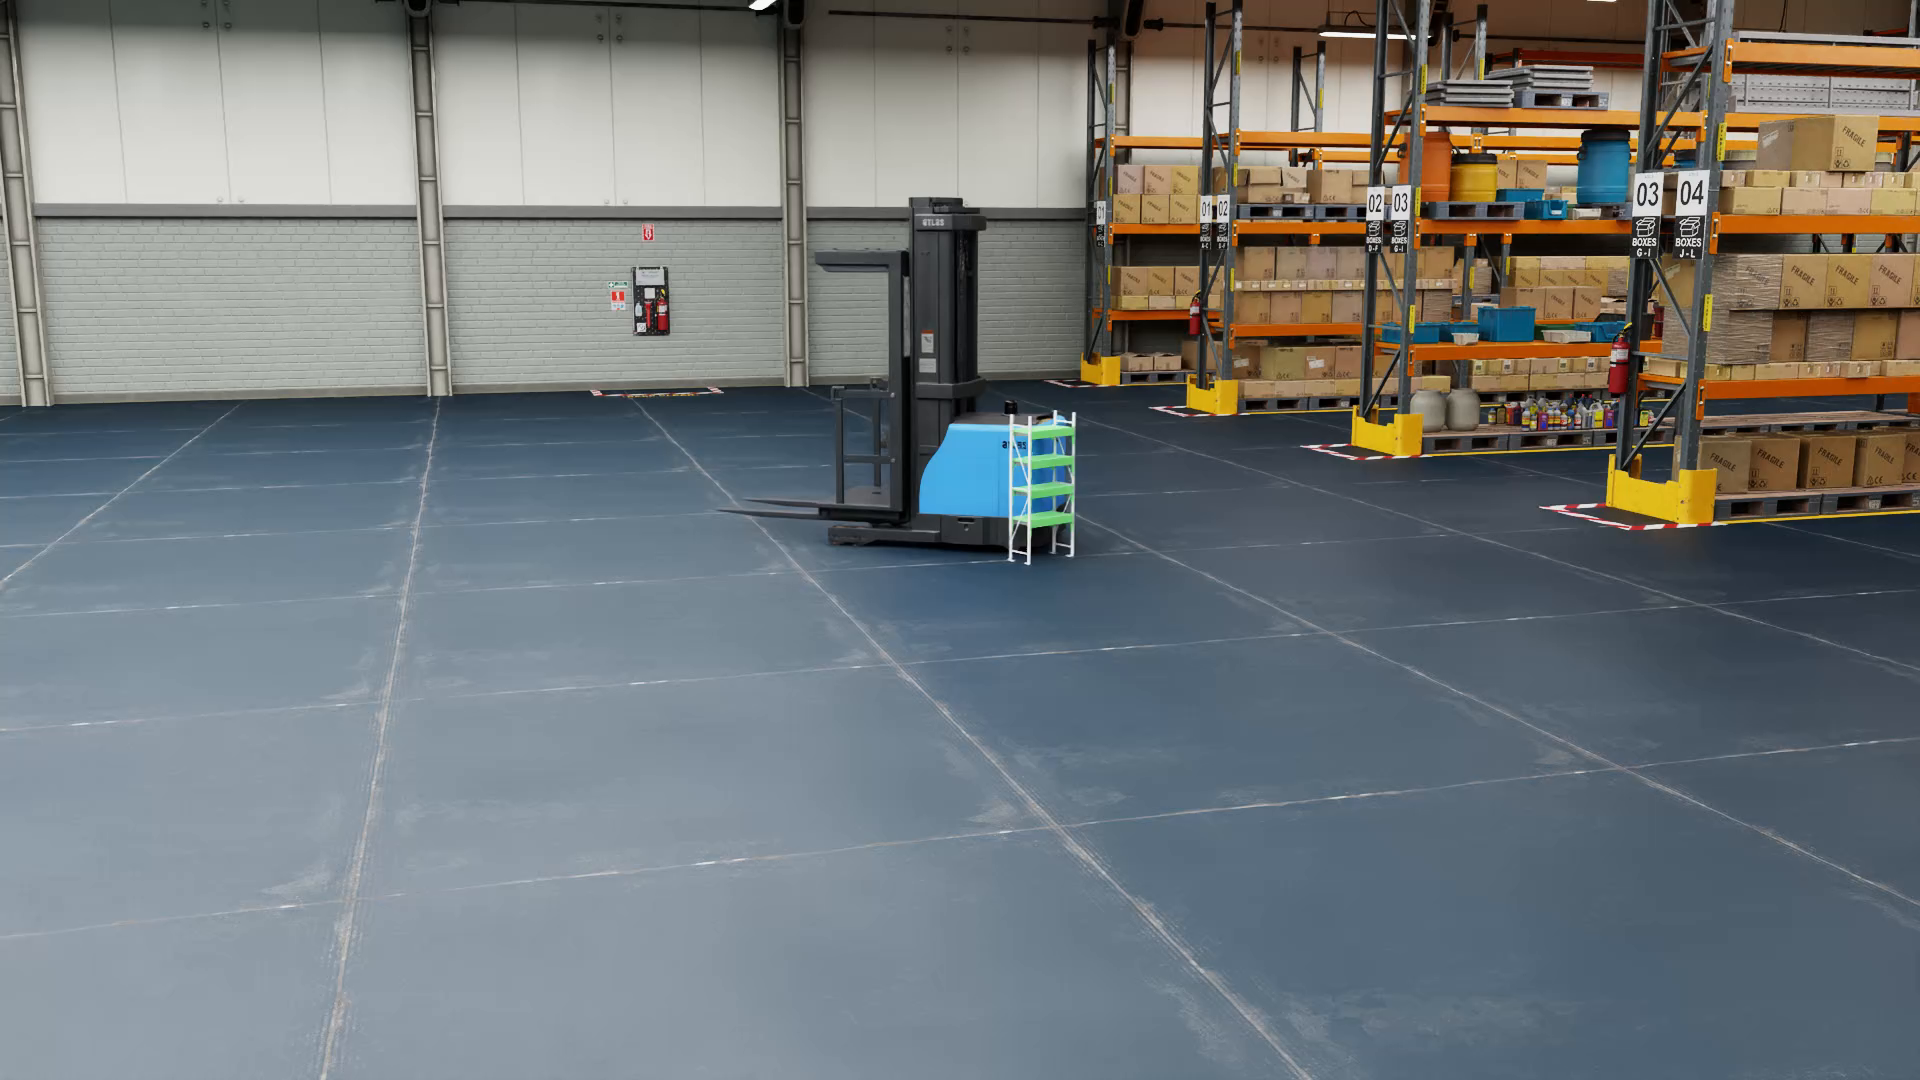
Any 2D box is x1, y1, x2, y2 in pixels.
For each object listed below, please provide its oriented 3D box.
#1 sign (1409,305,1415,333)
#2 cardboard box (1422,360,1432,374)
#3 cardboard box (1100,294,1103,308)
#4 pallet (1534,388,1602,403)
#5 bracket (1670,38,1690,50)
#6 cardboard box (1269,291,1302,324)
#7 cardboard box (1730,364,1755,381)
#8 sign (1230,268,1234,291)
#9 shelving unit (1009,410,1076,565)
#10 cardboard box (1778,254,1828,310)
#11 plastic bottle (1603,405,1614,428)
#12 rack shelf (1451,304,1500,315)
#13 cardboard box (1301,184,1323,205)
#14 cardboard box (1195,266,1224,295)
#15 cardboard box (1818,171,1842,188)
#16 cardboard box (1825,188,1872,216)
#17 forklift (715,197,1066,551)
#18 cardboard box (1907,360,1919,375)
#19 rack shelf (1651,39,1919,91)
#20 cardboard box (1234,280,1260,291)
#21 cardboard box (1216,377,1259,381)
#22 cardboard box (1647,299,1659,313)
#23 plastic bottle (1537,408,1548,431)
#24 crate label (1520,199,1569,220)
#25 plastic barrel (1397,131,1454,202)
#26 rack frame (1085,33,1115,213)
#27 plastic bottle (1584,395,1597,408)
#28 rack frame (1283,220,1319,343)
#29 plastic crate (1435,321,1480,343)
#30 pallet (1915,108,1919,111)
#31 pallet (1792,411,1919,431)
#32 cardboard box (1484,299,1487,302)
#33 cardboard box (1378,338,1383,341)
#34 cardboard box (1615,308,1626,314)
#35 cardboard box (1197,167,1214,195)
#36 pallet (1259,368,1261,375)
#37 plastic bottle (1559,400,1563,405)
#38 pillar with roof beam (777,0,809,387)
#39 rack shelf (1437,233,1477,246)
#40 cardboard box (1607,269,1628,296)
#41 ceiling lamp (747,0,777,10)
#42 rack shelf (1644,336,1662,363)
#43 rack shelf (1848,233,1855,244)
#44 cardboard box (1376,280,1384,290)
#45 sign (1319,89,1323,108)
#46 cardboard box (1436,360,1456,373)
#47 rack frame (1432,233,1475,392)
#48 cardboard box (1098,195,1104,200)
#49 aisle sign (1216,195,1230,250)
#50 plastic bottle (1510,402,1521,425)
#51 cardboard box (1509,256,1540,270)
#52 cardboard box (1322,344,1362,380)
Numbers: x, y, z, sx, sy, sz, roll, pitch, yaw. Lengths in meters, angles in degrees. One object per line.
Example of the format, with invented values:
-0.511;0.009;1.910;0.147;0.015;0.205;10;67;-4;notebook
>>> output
5.371;-2.625;19.755;0.005;0.325;0.100;-3;11;-16;sign
7.148;-2.902;26.390;0.500;0.500;0.500;-3;11;-16;cardboard box
2.847;-4.300;29.979;0.500;0.250;0.500;-3;11;-15;cardboard box
9.551;-2.383;26.909;1.213;0.211;1.003;-3;11;-16;pallet
14.105;-9.738;32.645;0.430;0.232;0.235;-3;11;-16;bracket
4.795;-3.544;25.235;0.500;0.500;0.700;-3;11;-14;cardboard box
7.191;-1.582;15.550;0.250;0.149;0.380;-3;11;-16;cardboard box
3.990;-3.814;24.368;0.005;0.325;0.100;-3;11;-16;sign
0.674;-0.436;13.603;0.503;1.200;0.258;-9;14;-40;shelving unit
7.692;-2.415;15.522;0.500;0.500;0.500;-3;11;-16;cardboard box
8.195;-1.560;21.020;0.133;0.283;0.061;-2;11;-12;plastic bottle
8.213;-4.257;31.370;4.000;0.370;1.077;-3;11;-16;rack shelf
5.406;-5.285;25.383;0.500;0.311;0.500;-2;11;-9;cardboard box
4.462;-4.660;29.863;0.500;0.500;0.500;-3;11;-14;cardboard box
7.934;-3.338;15.423;0.250;0.149;0.380;-3;11;-16;cardboard box
8.110;-3.156;15.534;0.500;0.250;0.500;-3;11;-16;cardboard box
-0.637;-1.475;14.462;3.031;2.935;1.130;3;11;16;forklift
9.108;-1.686;16.113;0.250;0.149;0.380;-3;11;-16;cardboard box
8.526;-4.420;15.696;4.000;0.370;1.077;-3;11;-16;rack shelf
4.277;-3.796;24.816;0.250;0.149;0.380;-3;11;-16;cardboard box
4.272;-2.379;25.616;0.500;0.250;0.500;-3;11;-16;cardboard box
11.160;-3.796;27.128;0.500;0.311;0.500;-2;11;-12;cardboard box
7.271;-1.511;20.756;0.133;0.283;0.061;-3;11;-15;plastic bottle
7.111;-4.024;20.245;0.408;0.251;0.502;-3;11;-16;crate label
5.652;-4.524;20.206;0.708;0.830;0.600;-3;11;-16;plastic barrel
2.452;-7.257;29.113;0.127;3.000;1.000;-3;11;-16;rack frame
8.211;-1.707;21.634;0.185;0.351;0.144;-3;11;-16;plastic bottle
6.293;-4.509;30.755;0.127;3.000;1.000;-3;11;-16;rack frame
6.243;-2.621;20.907;0.408;0.251;0.499;-3;11;-16;plastic crate
13.603;-5.681;22.179;1.003;0.211;1.213;-3;11;-16;pallet
12.148;-1.586;22.576;1.213;0.211;1.003;-3;11;-16;pallet
10.374;-4.659;32.207;0.250;0.149;0.380;-3;11;-15;cardboard box
7.978;-3.590;31.451;0.500;0.500;0.700;-3;11;-15;cardboard box
10.735;-3.634;26.693;0.250;0.149;0.380;-3;11;-16;cardboard box
4.278;-6.475;30.054;0.500;0.500;0.500;-3;11;-16;cardboard box
5.658;-3.098;30.790;1.213;0.211;1.003;-3;11;-16;pallet
7.819;-1.688;21.718;0.133;0.283;0.061;-3;11;-13;plastic bottle
-1.675;-6.391;24.407;0.548;9.000;9.100;-3;11;-16;pillar with roof beam
9.601;-4.871;26.422;4.000;0.370;1.077;-3;11;-16;rack shelf
12.629;-5.001;32.272;0.500;0.500;0.500;-3;11;-16;cardboard box
-2.909;-9.073;22.854;0.800;3.185;2.000;-3;11;-16;ceiling lamp
10.982;-2.534;22.015;4.000;0.370;1.077;-3;11;-16;rack shelf
17.282;-5.276;28.621;4.000;0.370;1.077;-3;11;-16;rack shelf
6.260;-3.901;25.386;0.250;0.149;0.380;-3;11;-14;cardboard box
6.427;-7.863;29.603;0.005;0.325;0.100;-3;11;-16;sign
7.989;-2.849;26.621;0.500;0.311;0.500;-3;11;-16;cardboard box
7.681;-3.648;26.079;0.127;3.000;1.000;-3;11;-16;rack frame
2.782;-5.906;29.727;0.500;0.500;0.500;-2;11;-12;cardboard box
3.863;-4.668;24.436;0.004;0.787;0.394;-3;11;-16;aisle sign
7.142;-1.624;21.369;0.133;0.283;0.061;-3;11;-16;plastic bottle
10.669;-5.265;31.638;0.500;0.250;0.500;-3;11;-15;cardboard box
5.858;-2.733;25.469;0.500;0.500;0.500;-3;11;-16;cardboard box
